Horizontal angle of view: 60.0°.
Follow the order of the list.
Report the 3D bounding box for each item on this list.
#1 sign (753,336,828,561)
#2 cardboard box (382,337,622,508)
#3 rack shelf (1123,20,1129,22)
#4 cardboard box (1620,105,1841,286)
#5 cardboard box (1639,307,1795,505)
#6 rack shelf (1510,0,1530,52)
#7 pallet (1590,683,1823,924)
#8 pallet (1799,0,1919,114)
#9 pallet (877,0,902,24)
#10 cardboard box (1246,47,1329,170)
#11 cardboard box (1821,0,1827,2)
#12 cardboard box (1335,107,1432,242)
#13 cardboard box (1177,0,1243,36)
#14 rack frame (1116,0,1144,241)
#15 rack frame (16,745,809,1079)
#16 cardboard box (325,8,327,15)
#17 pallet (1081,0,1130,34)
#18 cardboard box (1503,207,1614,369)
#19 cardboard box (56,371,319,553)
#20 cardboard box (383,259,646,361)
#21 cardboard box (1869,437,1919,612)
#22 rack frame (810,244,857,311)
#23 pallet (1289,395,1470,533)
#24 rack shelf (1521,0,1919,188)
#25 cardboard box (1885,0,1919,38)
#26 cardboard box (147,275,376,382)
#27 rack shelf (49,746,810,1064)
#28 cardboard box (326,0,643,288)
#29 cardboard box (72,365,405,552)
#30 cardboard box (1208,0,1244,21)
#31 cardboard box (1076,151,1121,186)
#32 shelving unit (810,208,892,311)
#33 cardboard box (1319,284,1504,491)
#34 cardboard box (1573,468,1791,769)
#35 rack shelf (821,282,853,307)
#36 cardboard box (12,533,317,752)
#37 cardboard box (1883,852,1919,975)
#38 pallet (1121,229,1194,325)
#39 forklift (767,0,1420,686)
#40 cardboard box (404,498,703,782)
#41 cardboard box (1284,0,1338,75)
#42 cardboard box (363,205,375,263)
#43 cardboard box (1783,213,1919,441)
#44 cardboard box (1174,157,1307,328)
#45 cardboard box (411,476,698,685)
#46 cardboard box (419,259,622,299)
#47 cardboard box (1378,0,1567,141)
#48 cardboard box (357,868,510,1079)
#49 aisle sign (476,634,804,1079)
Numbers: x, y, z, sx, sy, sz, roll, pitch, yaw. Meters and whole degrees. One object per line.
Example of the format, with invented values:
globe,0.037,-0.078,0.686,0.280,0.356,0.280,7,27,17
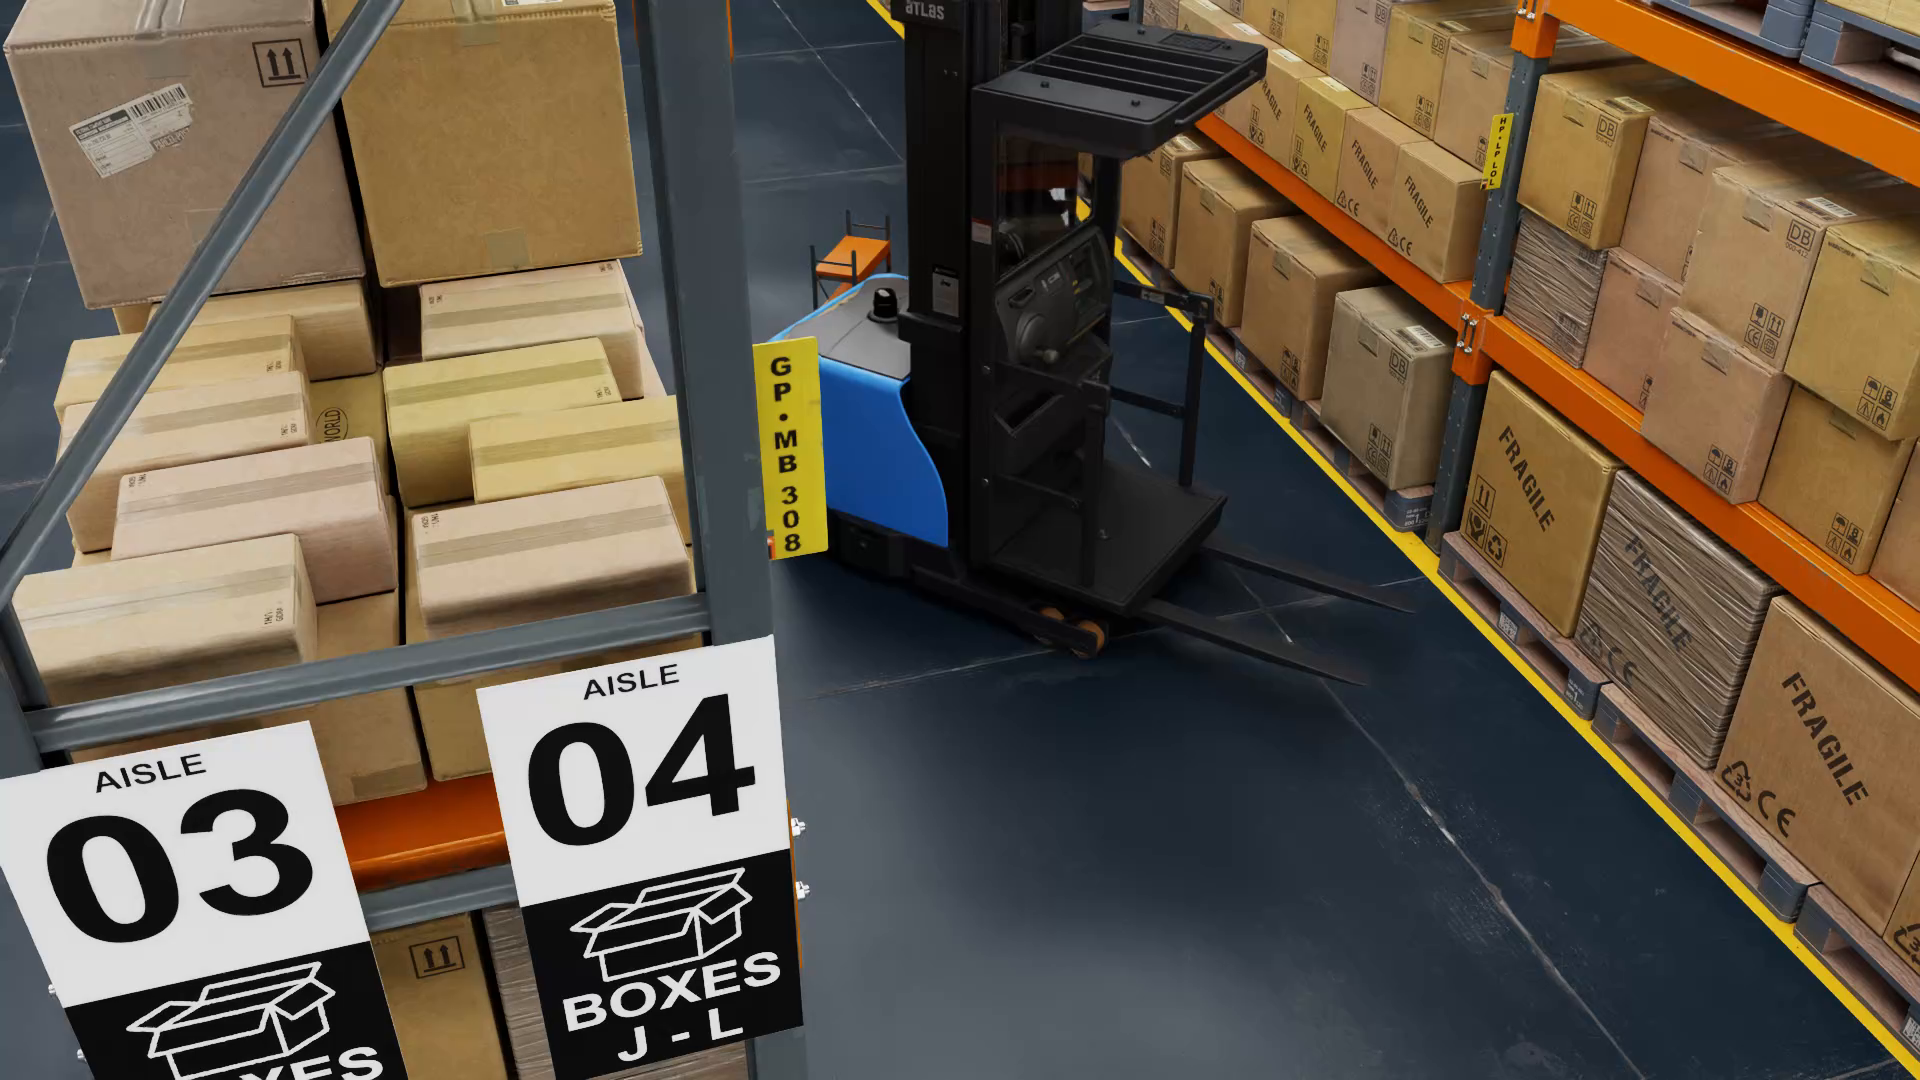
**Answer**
sign,-0.230,-0.114,2.188,0.100,0.325,0.005,-10,35,-15
cardboard box,-0.791,-0.210,2.900,0.380,0.149,0.250,-11,35,-16
rack shelf,0.958,-4.138,12.444,1.077,0.370,4.000,-10,35,-15
cardboard box,3.146,-1.332,6.430,0.875,0.550,0.550,-10,35,-15
cardboard box,3.154,-0.571,6.257,0.875,0.550,0.550,-10,35,-15
rack shelf,2.178,-3.289,8.439,1.077,0.370,4.000,-10,35,-15
pallet,3.321,0.930,6.652,1.003,0.211,1.213,-10,35,-15
pallet,3.396,-1.432,5.055,1.003,0.211,1.213,-10,35,-15
pallet,-0.267,-5.313,16.099,1.003,0.211,1.213,-10,35,-15
cardboard box,1.909,-2.355,9.003,0.500,0.500,0.500,-10,35,-15
cardboard box,2.888,-1.869,5.393,0.380,0.149,0.250,-11,35,-15
cardboard box,2.220,-1.824,8.199,0.500,0.500,0.500,-10,35,-15
cardboard box,1.606,-2.882,9.800,0.500,0.500,0.500,-10,35,-15
rack frame,1.568,-3.388,10.656,1.000,3.000,0.127,-10,35,-15
rack frame,-0.746,1.593,3.118,1.000,3.000,0.127,-10,35,-15
cardboard box,-1.952,-1.365,4.648,0.380,0.149,0.250,-10,35,-14
pallet,1.249,-3.664,11.248,1.213,0.211,1.003,-10,35,-15
cardboard box,2.912,-1.159,7.147,0.875,0.550,0.550,-10,35,-15
cardboard box,-1.284,-0.137,2.790,0.380,0.149,0.250,-12,35,-17
cardboard box,-0.958,-0.423,3.584,0.500,0.250,0.500,-10,35,-15
cardboard box,3.612,-0.038,5.450,0.875,0.550,0.550,-10,35,-15
rack frame,-0.632,-0.954,8.605,0.240,1.200,0.015,10,35,15
pallet,2.481,-0.517,8.841,1.003,0.211,1.213,-10,35,-15
rack shelf,3.398,-1.189,5.261,1.077,0.370,4.000,-10,35,-15
cardboard box,3.039,-1.605,4.993,0.380,0.149,0.250,-10,35,-14
cardboard box,-1.340,-0.416,3.212,0.380,0.149,0.250,-10,35,-14
rack shelf,-1.356,-0.408,4.079,1.077,0.370,4.000,-10,35,-15
cardboard box,-0.942,-0.858,3.292,0.500,0.500,0.500,-10,35,-15
cardboard box,-1.290,-0.068,3.047,0.500,0.250,0.500,-10,35,-14
cardboard box,1.851,-3.344,9.592,0.700,0.500,0.500,-10,35,-15
cardboard box,1.118,-2.822,11.686,0.500,0.500,0.500,-10,35,-15
shelving unit,-0.556,-1.082,8.799,0.258,1.200,0.503,10,35,15
cardboard box,2.513,-0.835,8.453,1.050,0.750,0.750,-10,35,-15
cardboard box,3.192,0.238,6.715,0.875,0.875,0.875,-10,35,-14
rack shelf,-0.556,-1.212,8.712,0.258,0.148,0.480,10,35,15
cardboard box,-1.128,0.145,2.364,0.380,0.149,0.250,-10,35,-15
cardboard box,3.738,1.178,5.292,0.875,0.875,0.875,-10,35,-14
pallet,1.737,-1.798,10.780,1.003,0.211,1.213,-10,35,-15
forklift,0.593,-1.031,7.152,3.031,2.935,1.130,19,38,26
cardboard box,-0.647,0.108,2.781,0.500,0.250,0.500,-9,35,-13
cardboard box,2.166,-2.807,8.779,0.700,0.500,0.500,-10,35,-15
cardboard box,-1.597,-0.601,3.855,0.500,0.250,0.500,-11,35,-16
cardboard box,3.349,-0.749,5.547,0.875,0.550,0.500,-10,35,-15
cardboard box,1.938,-1.831,9.960,1.050,0.750,0.750,-9,35,-14
cardboard box,-0.610,0.055,2.500,0.380,0.149,0.250,-10,35,-15
cardboard box,-0.877,-0.493,3.329,0.380,0.149,0.250,-10,35,-15
cardboard box,2.472,-2.276,7.976,0.700,0.500,0.500,-11,35,-16
cardboard box,-1.149,0.763,3.107,0.500,0.500,0.500,-10,35,-15
aisle sign,-0.442,0.491,2.429,0.394,0.787,0.004,-10,35,-15
